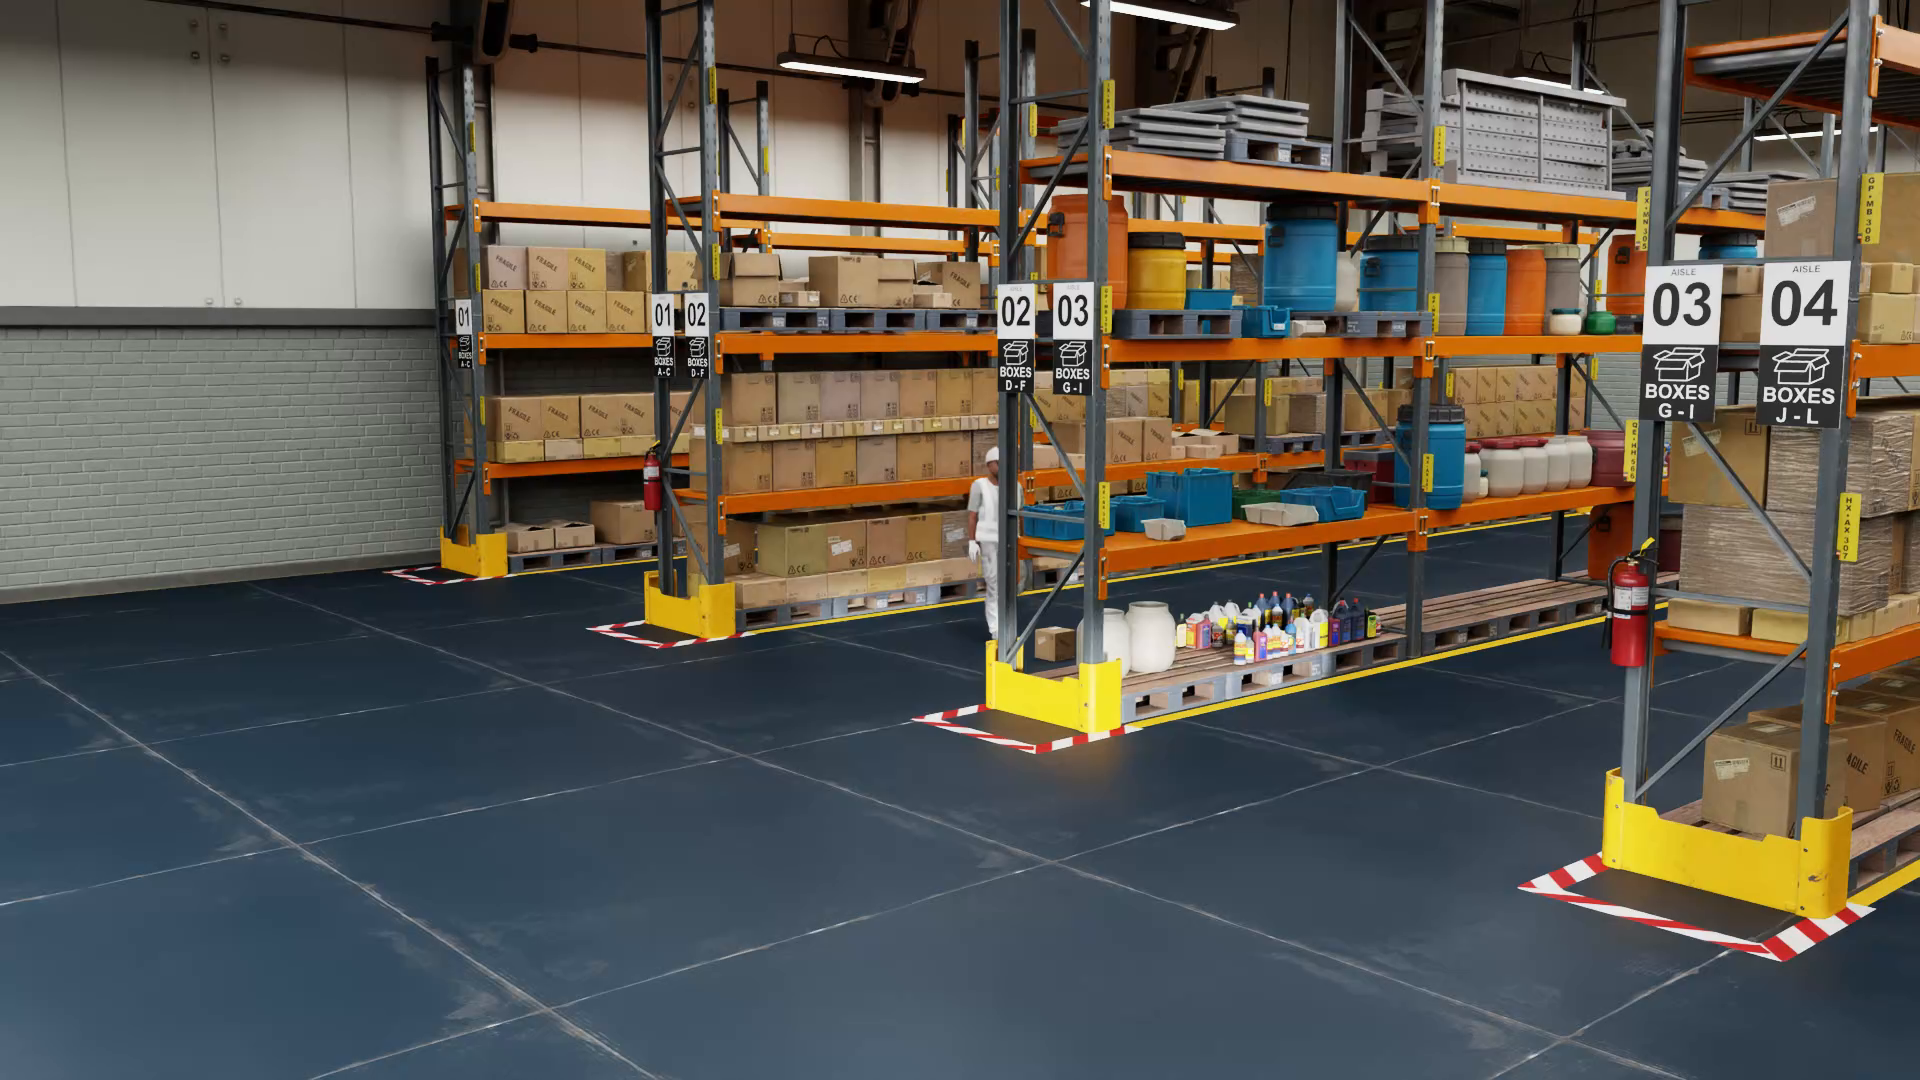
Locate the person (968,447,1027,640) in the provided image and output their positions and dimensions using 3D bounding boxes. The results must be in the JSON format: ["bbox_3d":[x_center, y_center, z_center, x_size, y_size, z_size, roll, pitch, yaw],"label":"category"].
[{"bbox_3d":[0.362,0.025,15.382,0.594,1.778,0.629,-3,8,-20],"label":"person"}]
